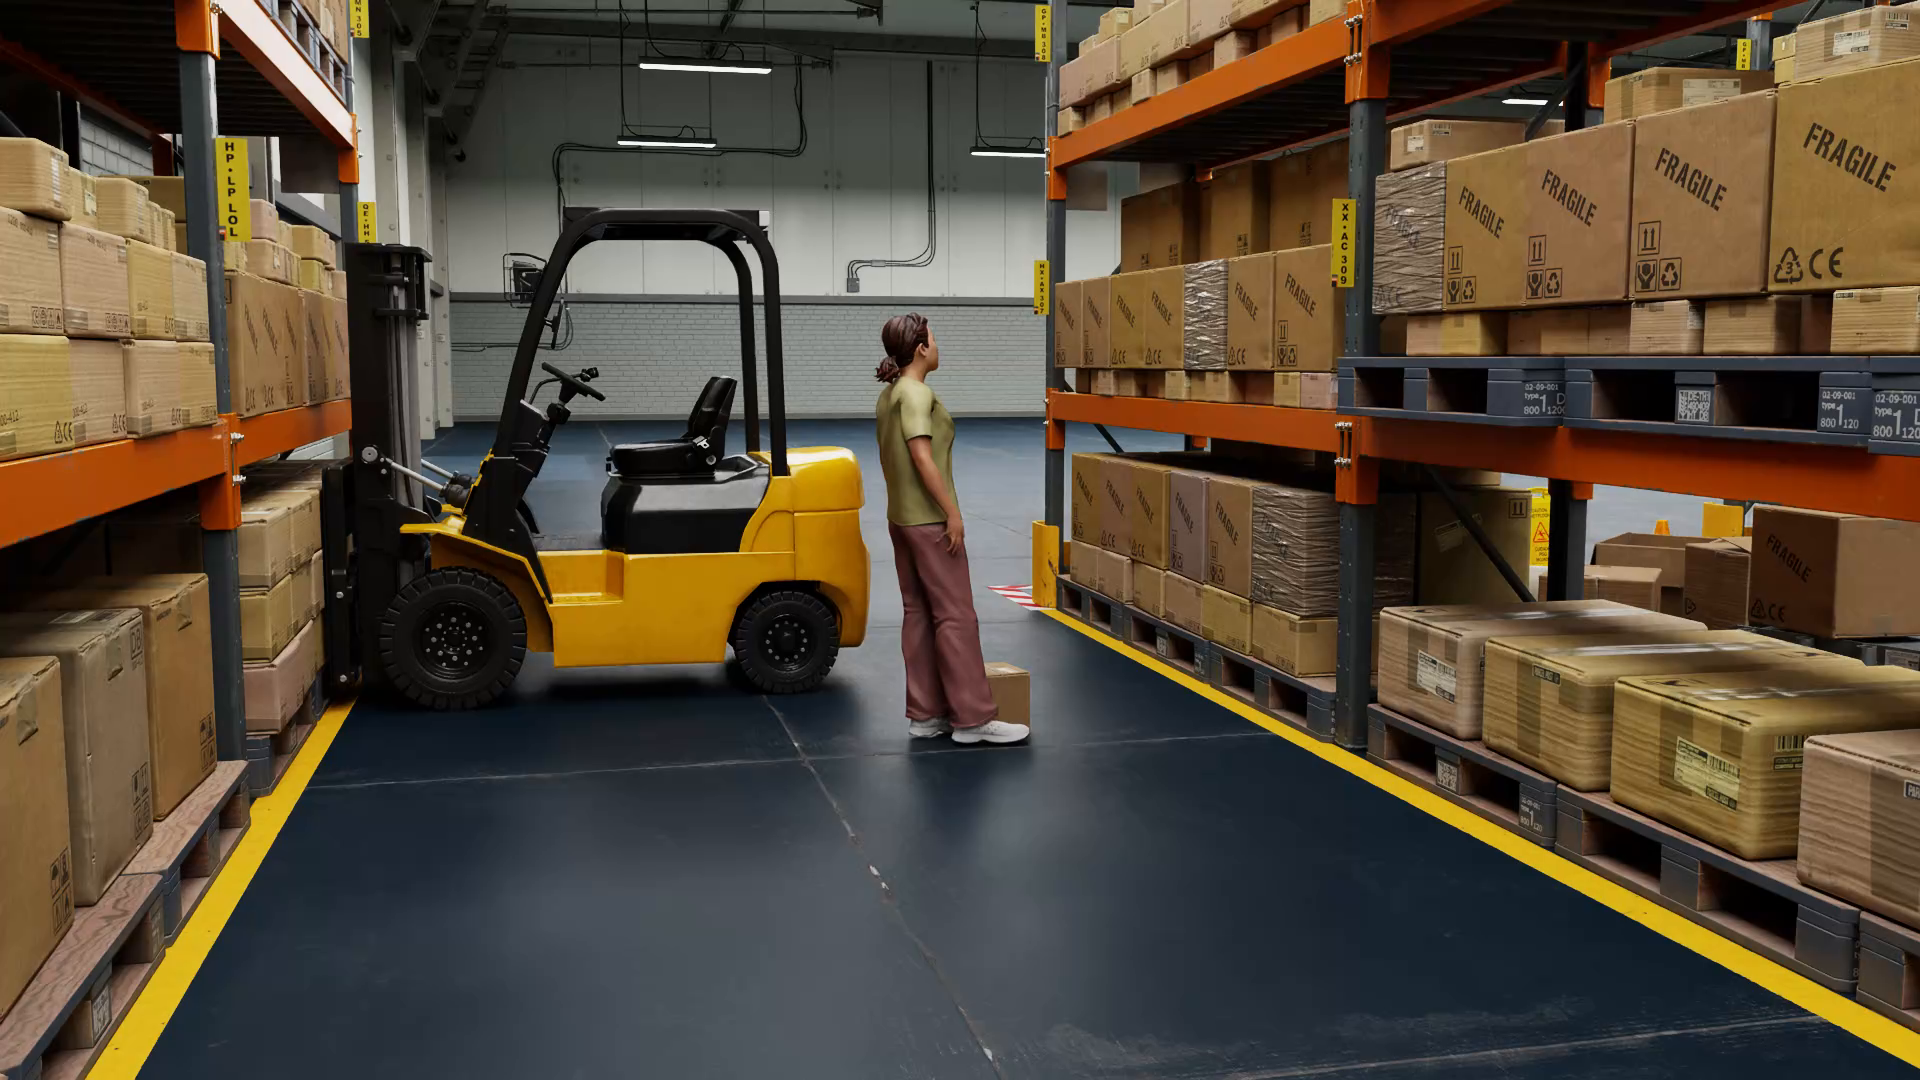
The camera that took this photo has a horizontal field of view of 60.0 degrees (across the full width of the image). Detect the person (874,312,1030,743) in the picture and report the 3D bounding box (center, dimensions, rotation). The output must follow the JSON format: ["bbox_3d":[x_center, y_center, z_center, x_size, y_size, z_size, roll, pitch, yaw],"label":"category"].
[{"bbox_3d":[-0.070,-0.056,6.577,0.549,1.675,0.555,-2,7,-21],"label":"person"}]
